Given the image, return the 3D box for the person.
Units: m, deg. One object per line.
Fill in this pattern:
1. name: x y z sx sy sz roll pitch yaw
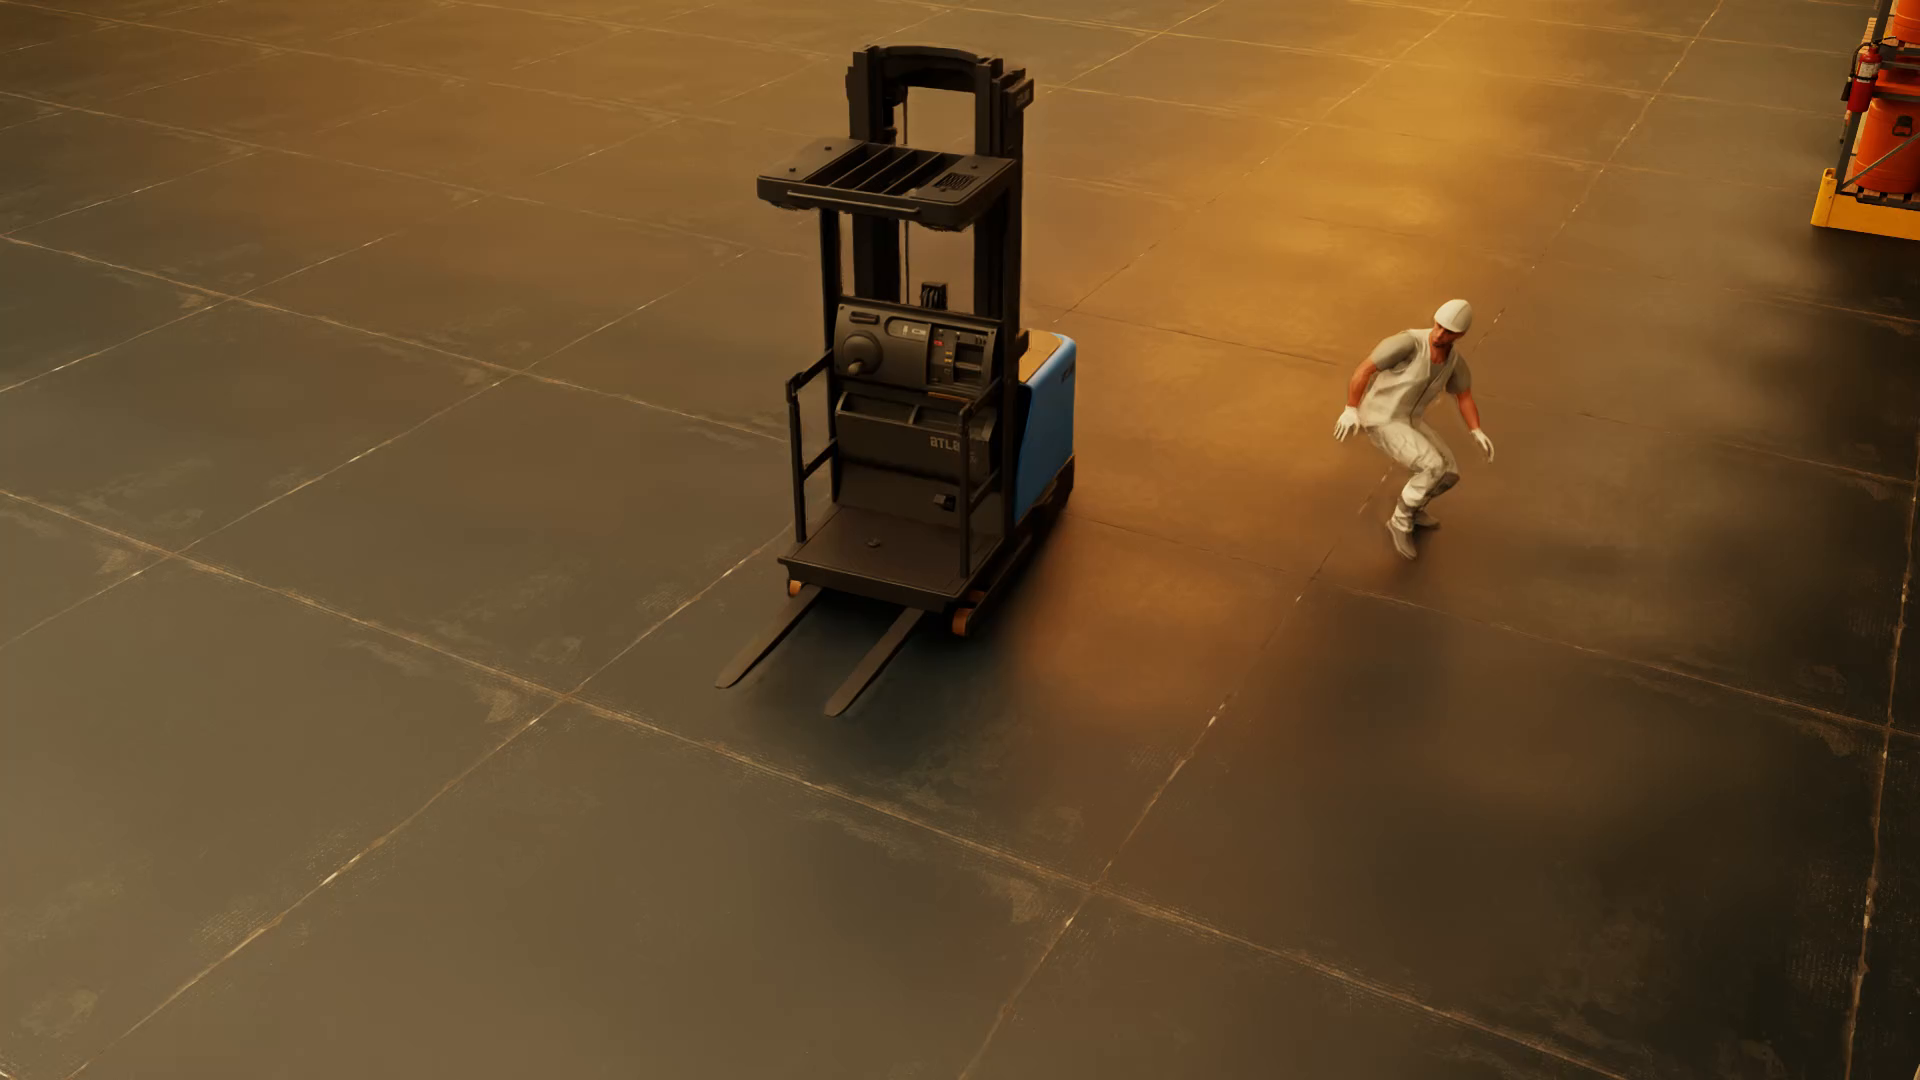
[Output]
1. person: 2.661 -0.648 9.630 0.801 1.542 0.701 -22 36 -33

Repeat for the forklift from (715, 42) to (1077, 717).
1. forklift: -0.326 -0.980 8.768 1.130 2.935 3.031 12 32 20
